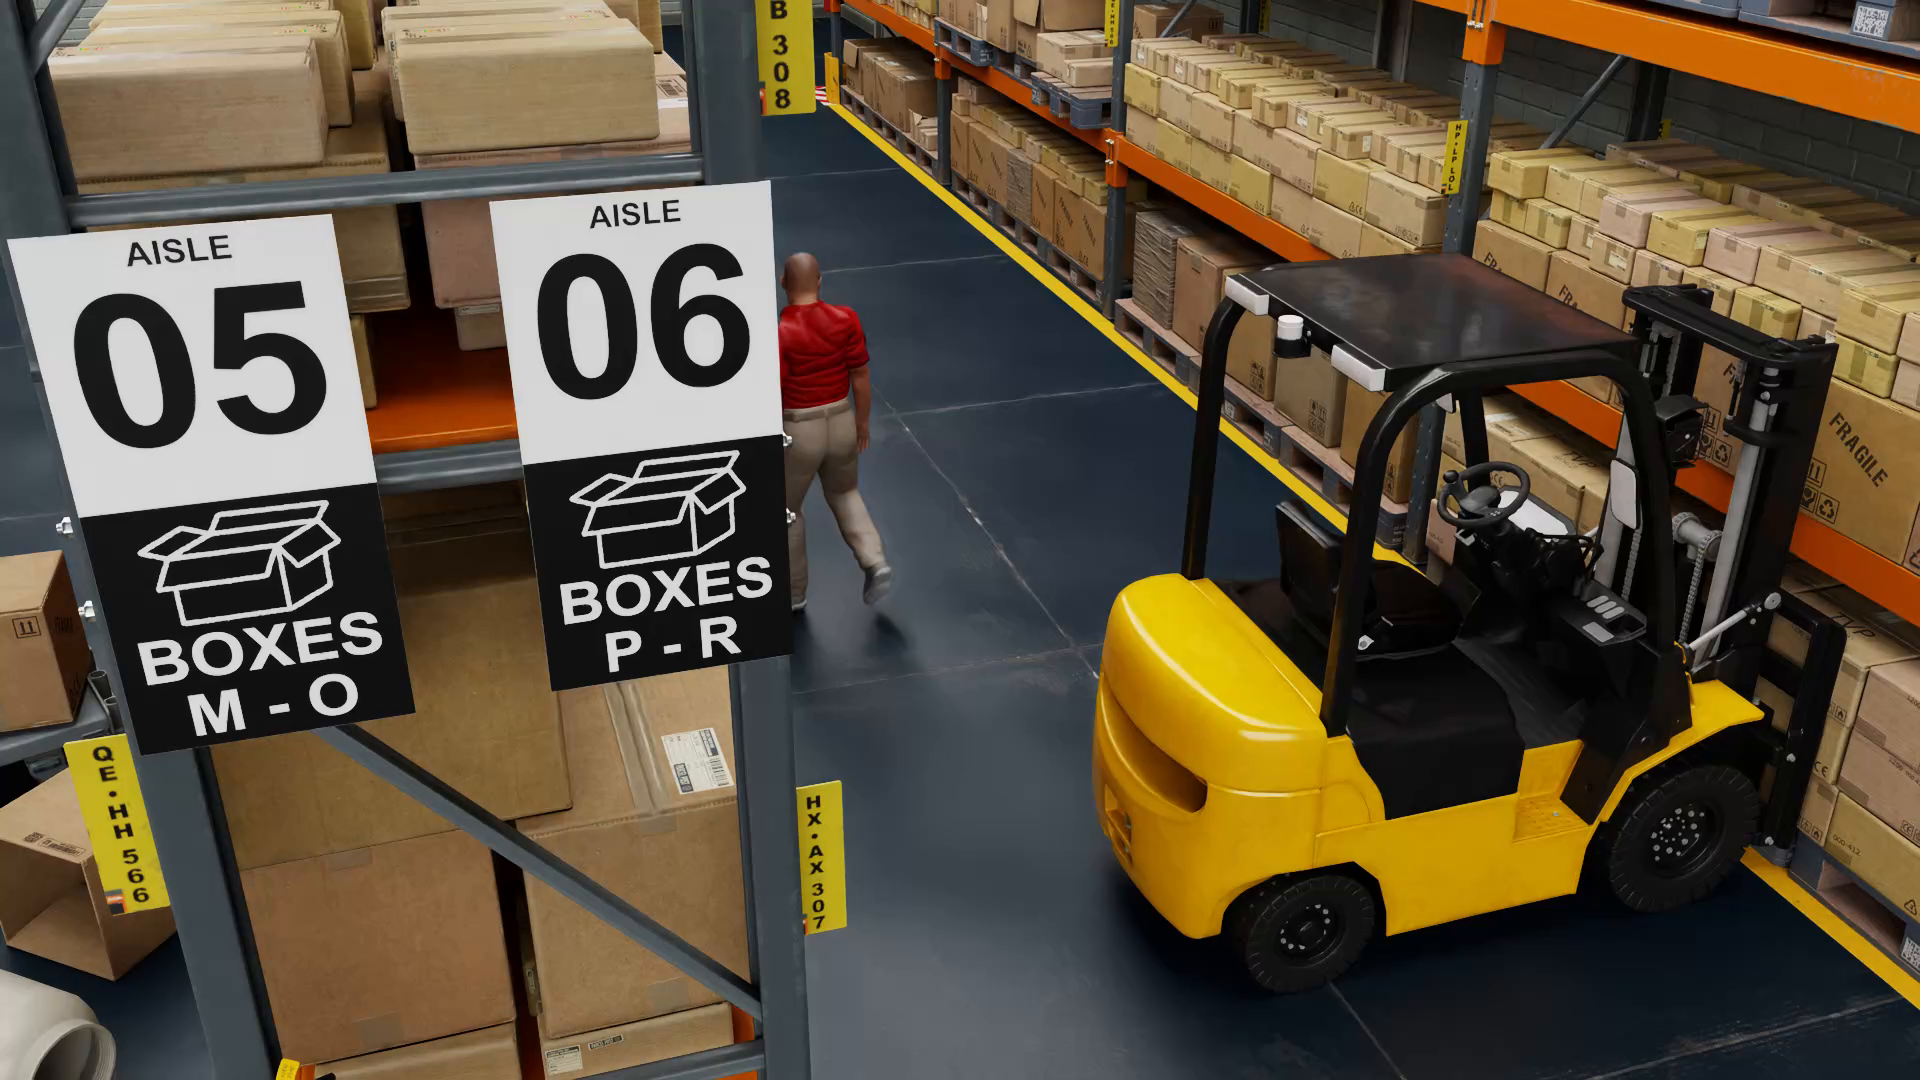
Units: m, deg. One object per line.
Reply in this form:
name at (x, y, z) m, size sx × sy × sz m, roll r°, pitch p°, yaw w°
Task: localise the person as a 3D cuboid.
person at (-0.663, -0.463, 7.529) m, size 0.589 × 1.721 × 0.655 m, roll -18°, pitch 31°, yaw -32°
